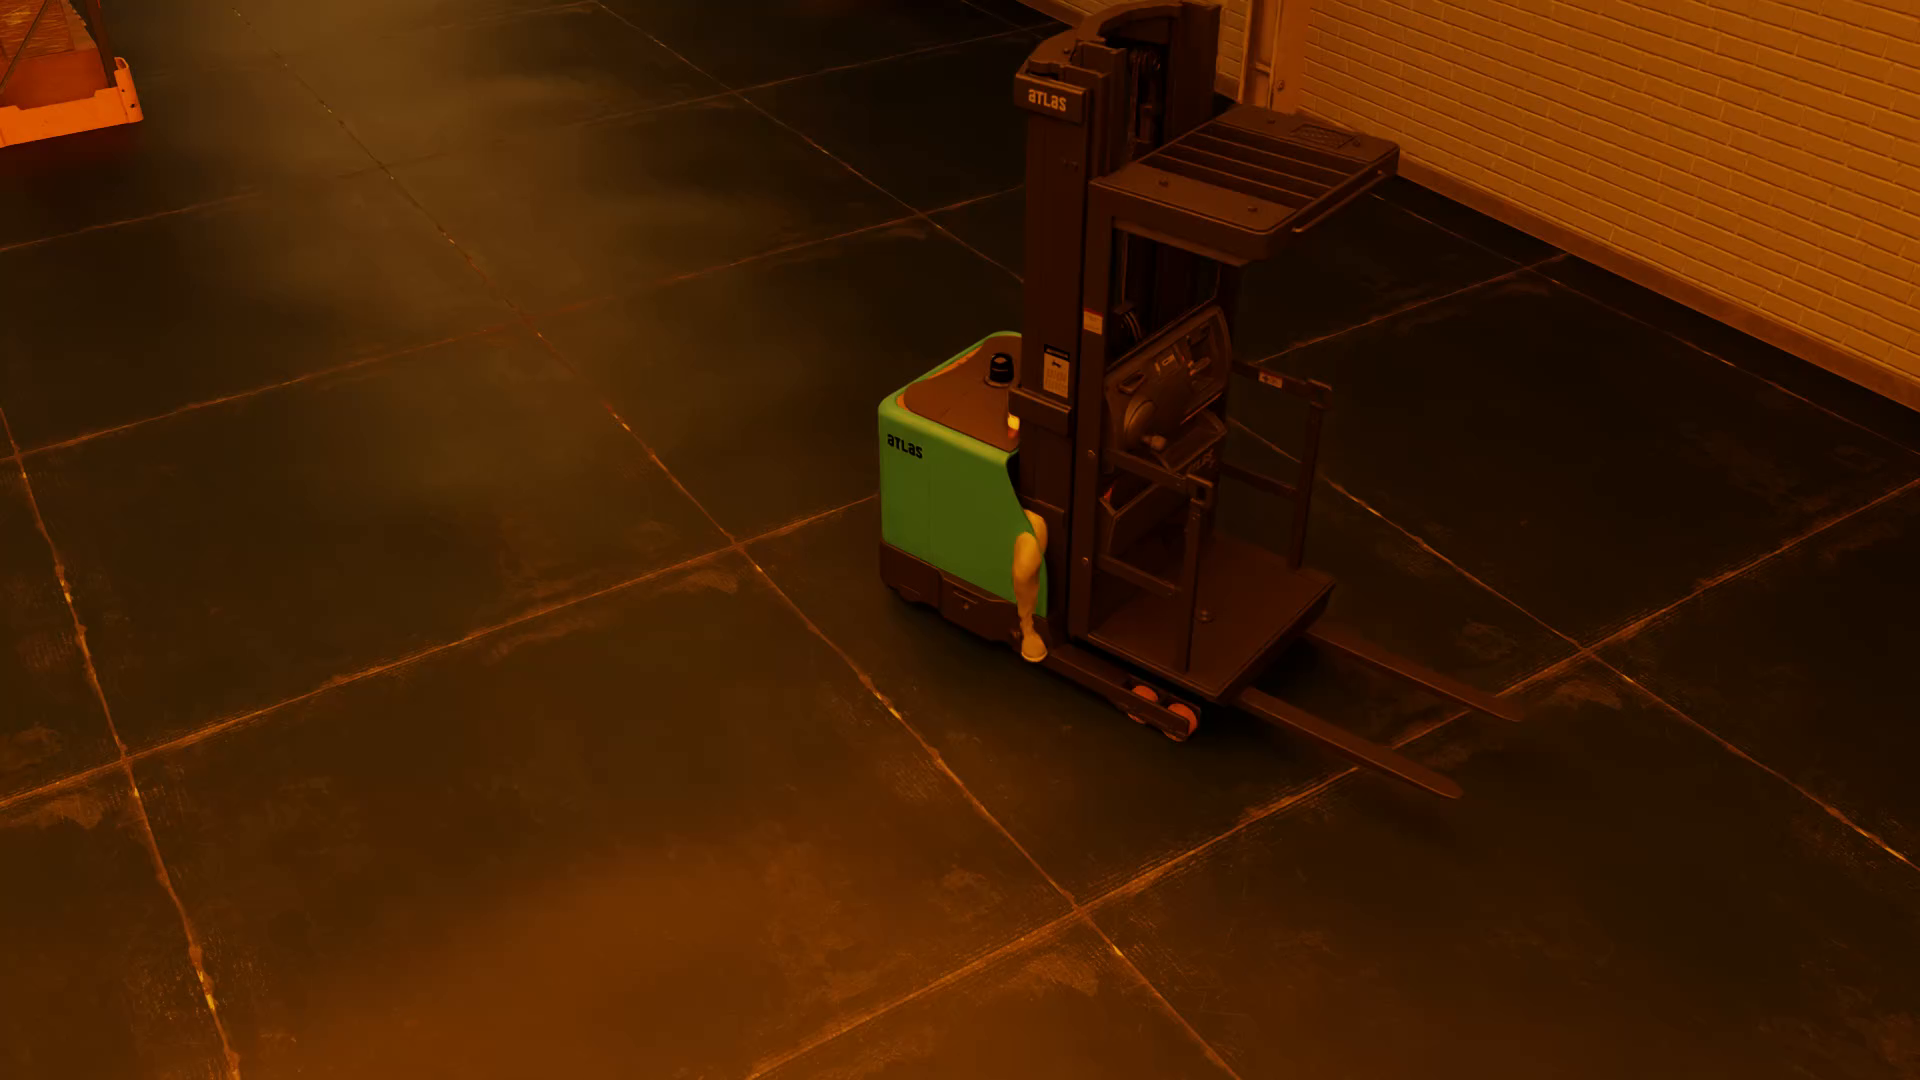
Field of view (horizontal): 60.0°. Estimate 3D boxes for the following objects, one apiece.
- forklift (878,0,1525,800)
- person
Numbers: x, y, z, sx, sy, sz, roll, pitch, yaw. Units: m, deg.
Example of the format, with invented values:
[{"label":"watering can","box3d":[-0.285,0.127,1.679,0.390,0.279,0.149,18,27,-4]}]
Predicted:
[{"label":"forklift","box3d":[1.066,-0.650,7.072,3.031,2.935,1.130,25,42,31]},{"label":"person","box3d":[0.500,-0.253,7.528,0.731,1.500,0.720,-6,36,-9]}]
